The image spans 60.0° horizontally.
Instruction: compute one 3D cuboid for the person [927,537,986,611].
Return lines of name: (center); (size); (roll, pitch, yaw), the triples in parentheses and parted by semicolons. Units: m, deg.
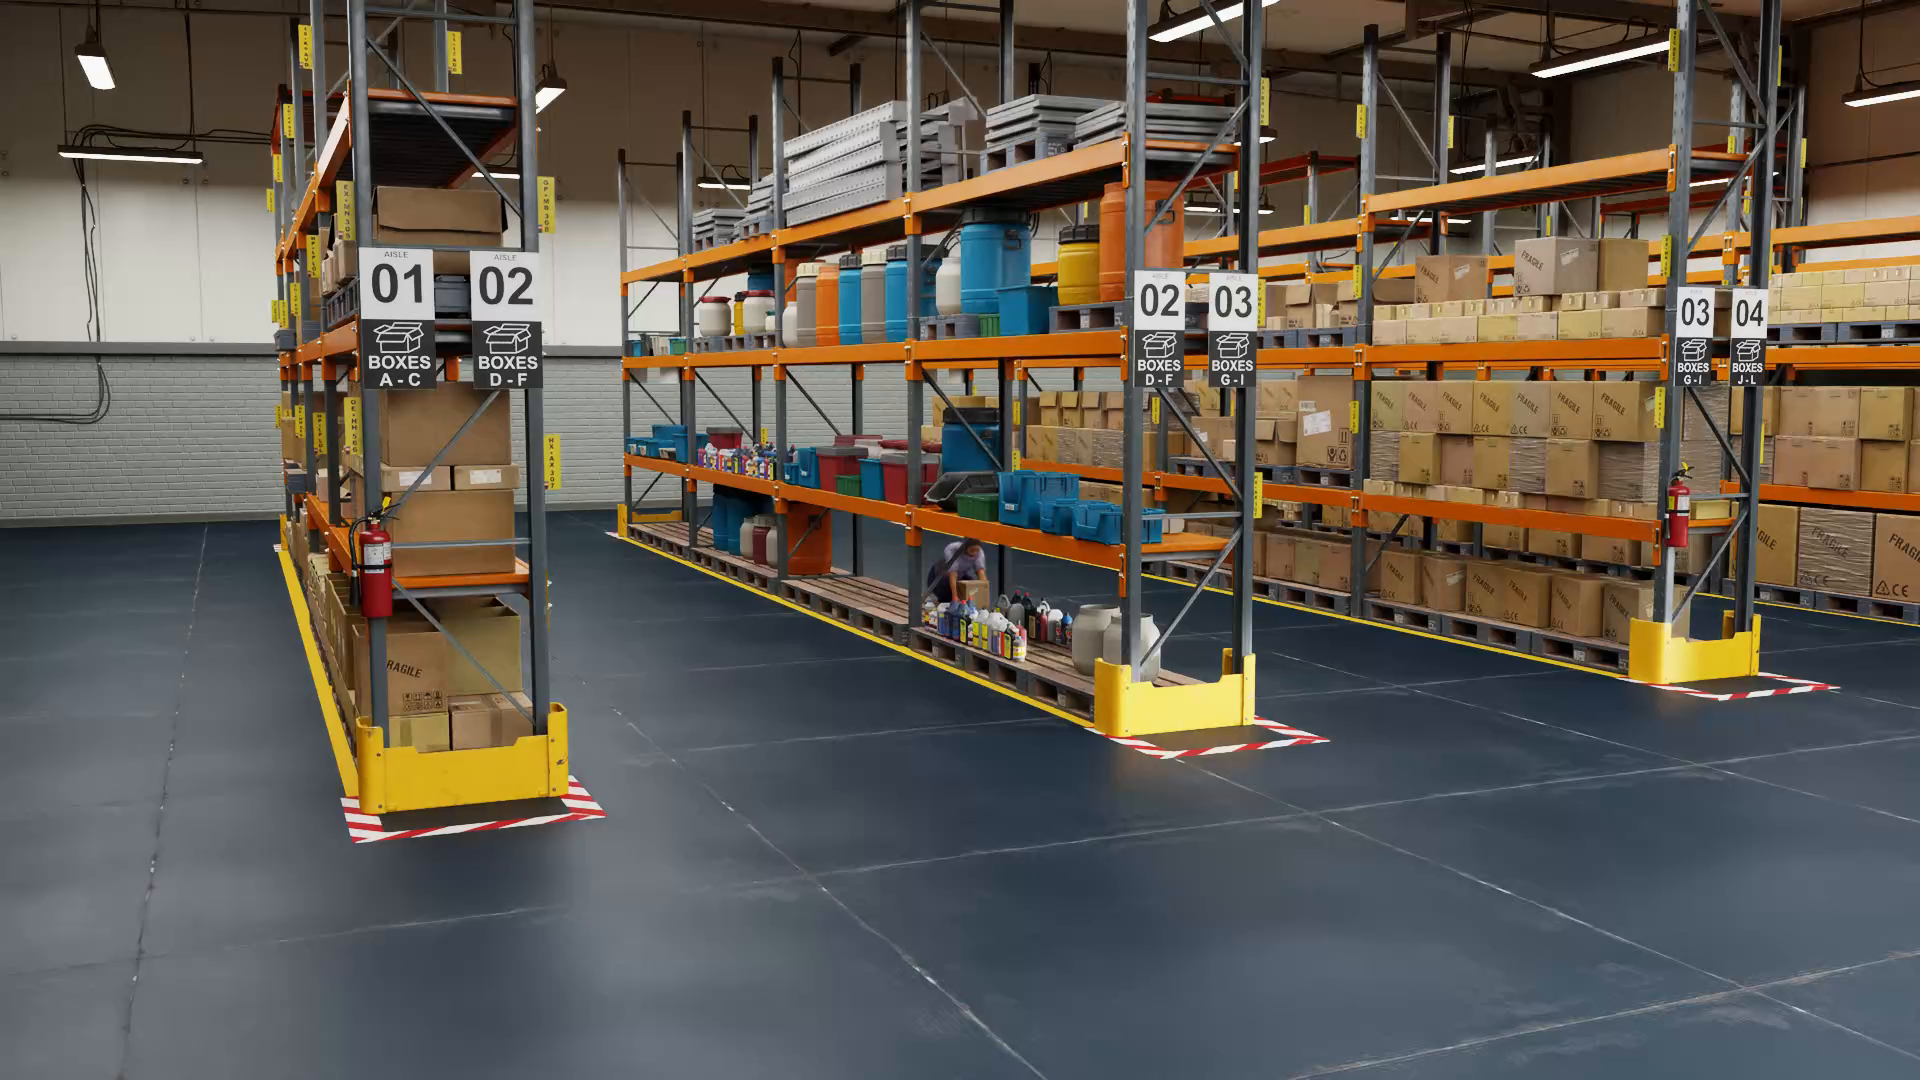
person: (-0.006, 0.378, 16.929); (0.508, 0.942, 0.843); (-3, 6, -25)
